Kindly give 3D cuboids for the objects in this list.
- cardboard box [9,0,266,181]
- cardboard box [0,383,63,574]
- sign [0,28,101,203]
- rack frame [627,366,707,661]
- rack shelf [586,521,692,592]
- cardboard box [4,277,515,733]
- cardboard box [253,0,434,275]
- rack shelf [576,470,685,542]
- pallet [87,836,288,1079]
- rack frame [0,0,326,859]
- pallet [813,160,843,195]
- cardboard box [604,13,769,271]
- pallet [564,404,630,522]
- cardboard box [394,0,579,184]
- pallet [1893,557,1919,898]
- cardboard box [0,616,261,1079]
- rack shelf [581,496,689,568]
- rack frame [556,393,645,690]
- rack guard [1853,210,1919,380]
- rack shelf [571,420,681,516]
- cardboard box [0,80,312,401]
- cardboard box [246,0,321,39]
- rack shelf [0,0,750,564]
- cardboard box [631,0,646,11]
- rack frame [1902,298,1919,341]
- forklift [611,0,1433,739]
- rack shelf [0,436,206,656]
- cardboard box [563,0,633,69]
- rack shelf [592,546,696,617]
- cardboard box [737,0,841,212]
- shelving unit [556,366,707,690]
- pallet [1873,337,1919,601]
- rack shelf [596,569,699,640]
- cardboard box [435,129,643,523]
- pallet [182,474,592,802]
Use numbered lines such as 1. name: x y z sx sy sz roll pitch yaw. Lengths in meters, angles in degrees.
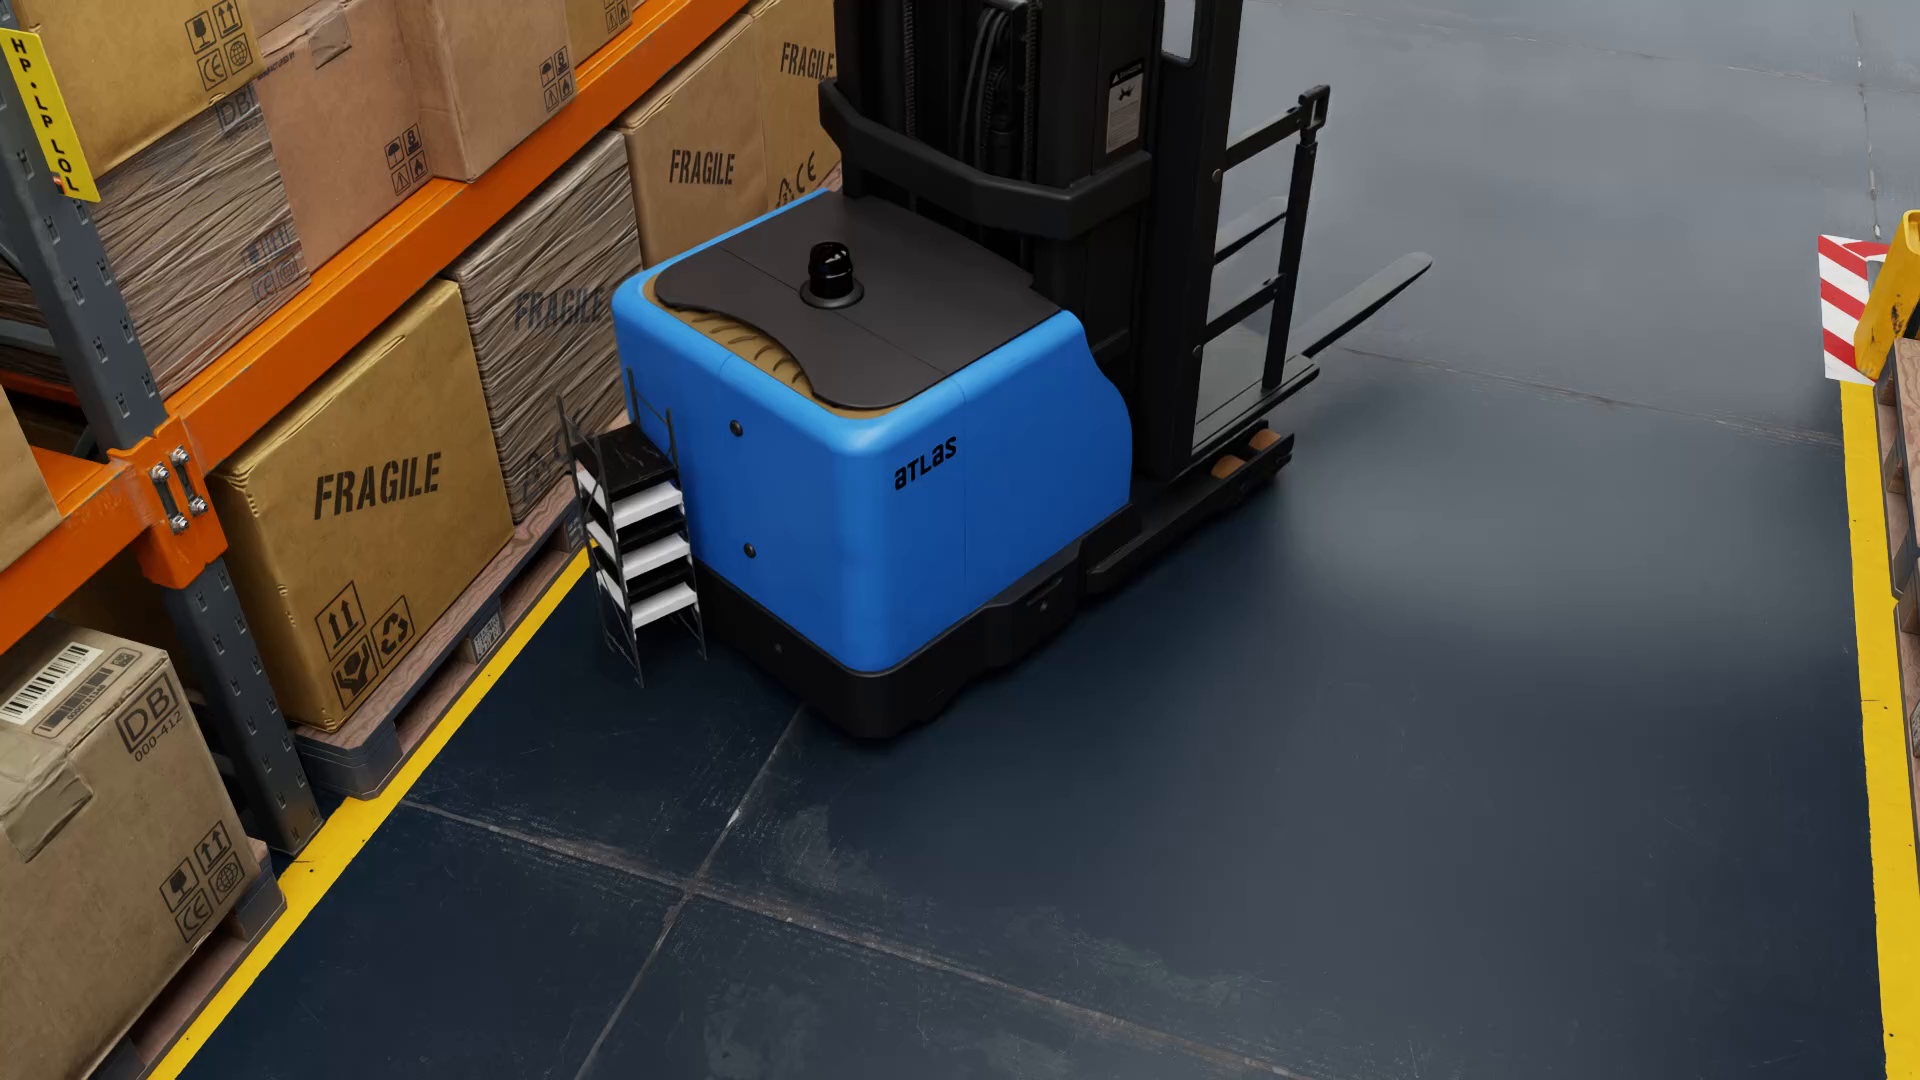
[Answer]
1. cardboard box: -2.001 -1.152 3.342 0.875 0.550 0.550 13 42 15
2. cardboard box: -2.087 -0.128 3.011 0.500 0.500 0.500 13 42 15
3. sign: -1.647 -0.763 3.002 0.100 0.325 0.005 13 42 15
4. rack frame: -0.808 -0.053 4.618 0.006 0.900 0.240 -25 46 -26
5. rack shelf: -0.891 0.010 4.595 0.200 0.077 0.258 -25 46 -26
6. cardboard box: -1.879 -0.187 4.471 0.875 0.875 0.875 14 42 16
7. cardboard box: -1.878 -1.092 4.104 0.875 0.550 0.550 13 42 15
8. rack shelf: -0.892 -0.126 4.478 0.200 0.077 0.258 -25 46 -26
9. pallet: -2.353 1.081 3.820 1.003 0.211 1.213 13 42 15
10. rack frame: -2.160 -0.467 3.487 1.000 3.000 0.127 13 42 15
11. pallet: -0.992 -1.341 6.659 1.003 0.211 1.213 13 42 15
12. cardboard box: -1.261 -1.293 5.768 0.875 0.875 0.875 13 42 14
13. pallet: -1.411 -0.599 5.790 1.003 0.211 1.213 13 42 15
14. cardboard box: -1.583 -1.396 4.459 0.875 0.550 0.550 13 42 15
15. pallet: 3.079 0.592 4.393 1.003 0.211 1.213 13 42 15
16. cardboard box: -2.287 0.627 3.613 1.050 0.750 0.750 13 42 15
17. rack shelf: -0.892 -0.058 4.537 0.200 0.077 0.258 -25 46 -26
18. rack frame: -0.975 0.024 4.529 0.006 0.900 0.240 -25 46 -26
19. rack guard: 3.808 -0.747 5.741 1.175 0.500 0.348 13 42 15
20. rack shelf: -0.893 -0.194 4.419 0.200 0.077 0.258 -25 46 -26
21. cardboard box: -2.045 -0.752 3.705 0.875 0.550 0.550 13 42 15
22. cardboard box: -1.922 -1.514 3.766 0.875 0.550 0.550 13 42 15
23. rack shelf: -1.476 -1.413 5.150 1.077 0.370 4.000 13 42 15
24. cardboard box: -1.353 -2.074 5.254 0.875 0.550 0.550 13 42 15
25. rack frame: 3.834 -1.744 4.984 1.000 3.000 0.127 13 42 15
26. forklift: 0.449 -1.432 4.671 1.130 2.935 3.031 32 50 32
27. rack shelf: -2.844 1.026 2.290 1.077 0.370 4.000 13 42 15
28. cardboard box: -1.496 -1.741 4.864 0.875 0.550 0.500 13 42 15
29. rack shelf: -0.891 0.079 4.654 0.200 0.077 0.258 -25 46 -26
30. cardboard box: -0.962 -1.830 6.397 0.875 0.875 0.875 14 42 15
31. shelving unit: -0.892 -0.015 4.573 0.210 0.900 0.258 -25 46 -26
32. pallet: 3.497 -0.150 5.263 1.003 0.211 1.213 13 42 15
33. rack shelf: -0.891 0.147 4.712 0.200 0.077 0.258 -25 46 -26
34. cardboard box: -1.574 -0.737 5.117 0.875 0.875 0.875 14 42 15
35. pallet: -1.826 0.147 4.915 1.003 0.211 1.213 13 42 15
